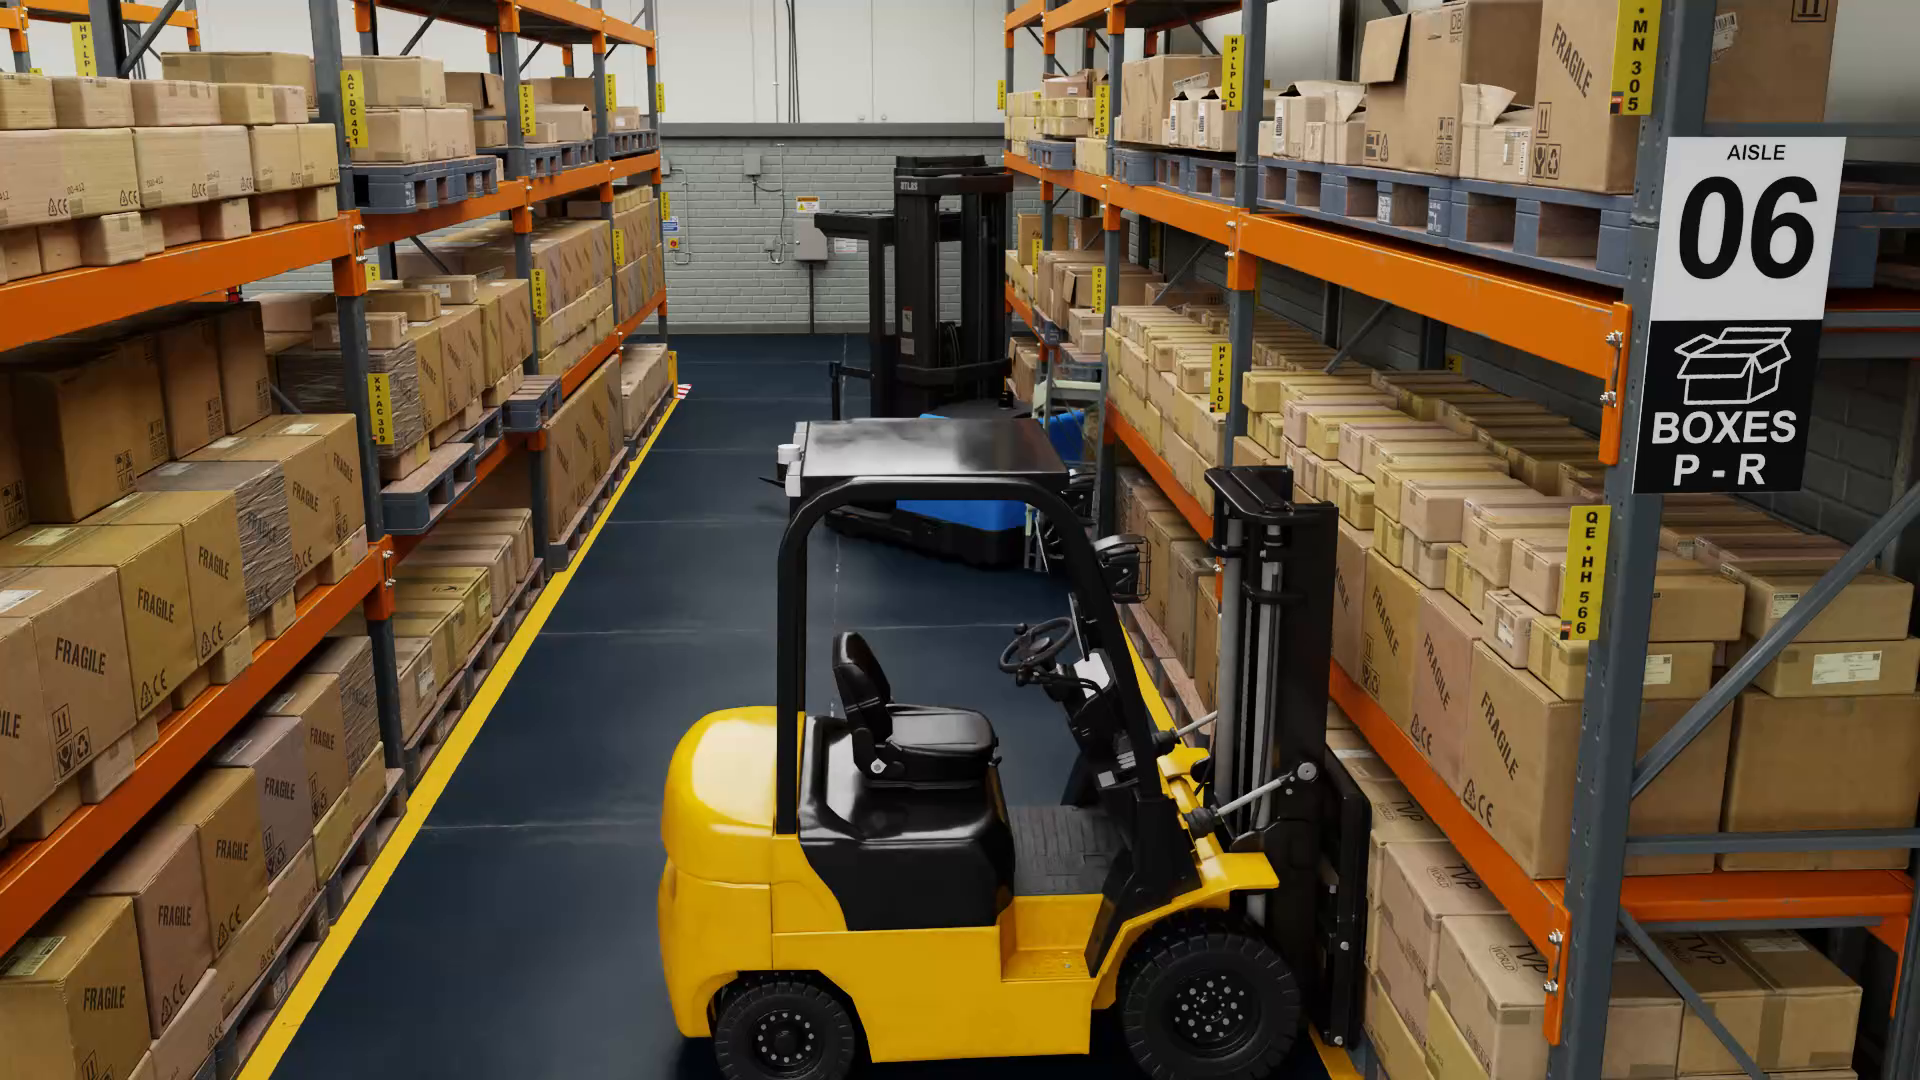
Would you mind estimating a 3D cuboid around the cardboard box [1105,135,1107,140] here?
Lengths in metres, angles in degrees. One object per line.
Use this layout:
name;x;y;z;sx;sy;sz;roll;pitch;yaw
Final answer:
cardboard box;1.258;-2.963;12.003;0.380;0.149;0.250;-1;14;-5

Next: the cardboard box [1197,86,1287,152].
cardboard box;1.476;-2.083;8.219;0.500;0.311;0.500;-1;14;-5

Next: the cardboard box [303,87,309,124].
cardboard box;-2.952;-1.810;6.925;0.380;0.149;0.250;-1;14;-2

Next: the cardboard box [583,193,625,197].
cardboard box;-3.575;-3.404;16.727;0.380;0.149;0.250;-1;14;-4

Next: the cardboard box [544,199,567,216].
cardboard box;-3.930;-3.143;15.715;0.380;0.149;0.250;-1;14;-2

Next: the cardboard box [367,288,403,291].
cardboard box;-3.601;-1.314;10.472;0.500;0.500;0.500;0;14;-1

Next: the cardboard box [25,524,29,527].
cardboard box;-3.317;0.128;5.711;0.500;0.500;0.500;-1;14;-3

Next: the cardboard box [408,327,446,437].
cardboard box;-2.964;-0.809;8.512;0.500;0.500;0.500;-1;14;-3

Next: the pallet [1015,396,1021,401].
pallet;1.148;-1.360;17.887;1.003;0.211;1.213;-1;14;-3

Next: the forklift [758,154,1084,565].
forklift;-0.435;-1.531;13.095;1.130;2.935;3.031;-14;20;-42

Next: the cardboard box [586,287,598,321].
cardboard box;-3.339;-1.968;13.954;0.500;0.250;0.500;-1;14;-2

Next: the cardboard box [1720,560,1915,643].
cardboard box;2.205;0.156;4.302;0.380;0.149;0.250;-1;14;-5

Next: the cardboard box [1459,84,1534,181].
cardboard box;1.642;-1.155;4.701;0.396;0.266;0.258;-1;14;-3

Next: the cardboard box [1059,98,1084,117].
cardboard box;1.003;-3.499;13.450;0.380;0.149;0.250;-1;14;-3

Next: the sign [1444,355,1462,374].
sign;2.318;-0.712;7.878;0.100;0.325;0.005;-1;14;-3

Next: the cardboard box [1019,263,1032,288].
cardboard box;0.899;-2.806;17.617;0.500;0.250;0.500;-1;14;-5

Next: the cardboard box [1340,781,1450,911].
cardboard box;1.594;1.031;5.667;0.500;0.250;0.500;-1;14;-3

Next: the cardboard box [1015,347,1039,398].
cardboard box;0.978;-1.856;18.394;0.700;0.500;0.500;0;14;-1

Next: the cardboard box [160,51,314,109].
cardboard box;-3.353;-2.136;7.743;0.500;0.250;0.500;-1;14;-2

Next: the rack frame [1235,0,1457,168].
rack frame;1.764;-3.151;7.214;1.000;3.000;0.127;-1;14;-3

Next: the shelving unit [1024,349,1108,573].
shelving unit;0.728;-0.527;11.579;0.431;1.500;0.755;4;0;-4

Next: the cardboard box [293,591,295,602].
cardboard box;-2.903;0.219;6.660;0.380;0.149;0.250;-1;14;-4

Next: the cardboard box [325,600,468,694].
cardboard box;-3.273;0.592;9.136;0.950;0.372;0.625;0;14;0

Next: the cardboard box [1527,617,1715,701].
cardboard box;1.711;0.305;4.320;0.380;0.149;0.250;-1;14;-3

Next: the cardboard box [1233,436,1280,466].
cardboard box;1.531;-0.180;7.504;0.500;0.500;0.500;-1;14;-5

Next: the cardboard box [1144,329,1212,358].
cardboard box;1.333;-1.198;10.162;0.380;0.149;0.250;-1;14;-2

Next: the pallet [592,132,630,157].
pallet;-3.726;-3.771;15.821;1.003;0.211;1.213;-1;14;-3

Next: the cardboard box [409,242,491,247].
cardboard box;-3.771;-1.948;12.369;0.500;0.500;0.500;-1;14;-2

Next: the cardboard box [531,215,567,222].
cardboard box;-3.990;-2.803;15.695;0.500;0.500;0.500;-1;14;-4

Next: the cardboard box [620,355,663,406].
cardboard box;-3.727;-1.725;18.010;0.875;0.438;0.875;0;14;-2

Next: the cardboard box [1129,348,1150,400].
cardboard box;1.344;-1.041;10.349;0.500;0.250;0.500;-1;14;-5

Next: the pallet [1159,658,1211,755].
pallet;1.680;0.922;9.018;1.003;0.211;1.213;-1;14;-3

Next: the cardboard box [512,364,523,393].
cardboard box;-3.033;-1.039;10.707;0.380;0.149;0.250;-1;14;-4

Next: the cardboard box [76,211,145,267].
cardboard box;-2.722;-0.913;5.040;0.380;0.149;0.250;-1;14;-3

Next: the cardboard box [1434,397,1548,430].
cardboard box;2.168;-0.488;6.802;0.380;0.149;0.250;-1;14;-5

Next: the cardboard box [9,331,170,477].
cardboard box;-3.365;-0.479;6.065;0.700;0.500;0.500;-1;14;-5

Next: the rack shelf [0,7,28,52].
rack shelf;-8.496;-3.922;12.457;1.077;0.370;4.000;-1;14;-3

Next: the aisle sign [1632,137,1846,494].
aisle sign;1.723;-0.489;3.690;0.394;0.787;0.004;-1;14;-3

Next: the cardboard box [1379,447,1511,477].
cardboard box;1.679;-0.225;5.780;0.380;0.149;0.250;-1;14;-3

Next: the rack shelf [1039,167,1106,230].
rack shelf;1.393;-2.842;13.477;1.077;0.370;4.000;-1;14;-3

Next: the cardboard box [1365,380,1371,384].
cardboard box;1.957;-0.699;8.220;0.380;0.149;0.250;-1;14;-5

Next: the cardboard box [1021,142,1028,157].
cardboard box;0.827;-4.034;17.168;0.380;0.149;0.250;-1;14;-2

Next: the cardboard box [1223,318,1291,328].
cardboard box;1.906;-1.337;10.699;0.380;0.149;0.250;-1;14;-5

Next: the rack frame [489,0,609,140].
rack frame;-3.685;-5.063;14.645;1.000;3.000;0.127;-1;14;-3

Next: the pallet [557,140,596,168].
pallet;-3.579;-3.290;14.159;0.805;0.209;1.217;-1;15;-6

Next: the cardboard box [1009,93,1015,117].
cardboard box;0.810;-4.755;18.169;0.500;0.250;0.500;-1;14;-4

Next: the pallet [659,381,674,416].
pallet;-3.805;-1.604;18.838;1.003;0.211;1.213;-1;14;-3

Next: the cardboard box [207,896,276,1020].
cardboard box;-2.786;1.488;5.900;0.500;0.250;0.500;0;14;0

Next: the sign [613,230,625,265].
sign;-3.144;-2.691;15.300;0.100;0.325;0.005;-1;14;-3

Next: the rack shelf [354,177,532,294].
rack shelf;-3.314;-1.770;9.309;1.077;0.370;4.000;-1;14;-3

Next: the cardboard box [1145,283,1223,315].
cardboard box;1.641;-1.623;12.270;0.500;0.500;0.500;0;14;-1

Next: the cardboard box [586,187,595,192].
cardboard box;-4.199;-3.776;18.174;0.380;0.149;0.250;0;14;-2

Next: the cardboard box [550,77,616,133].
cardboard box;-3.512;-4.060;15.523;0.500;0.500;0.500;-1;14;-2

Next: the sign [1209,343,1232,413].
sign;1.223;-0.757;7.785;0.100;0.325;0.005;-1;14;-3

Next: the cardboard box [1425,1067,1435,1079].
cardboard box;1.668;1.765;4.820;0.500;0.250;0.500;-1;14;-3
